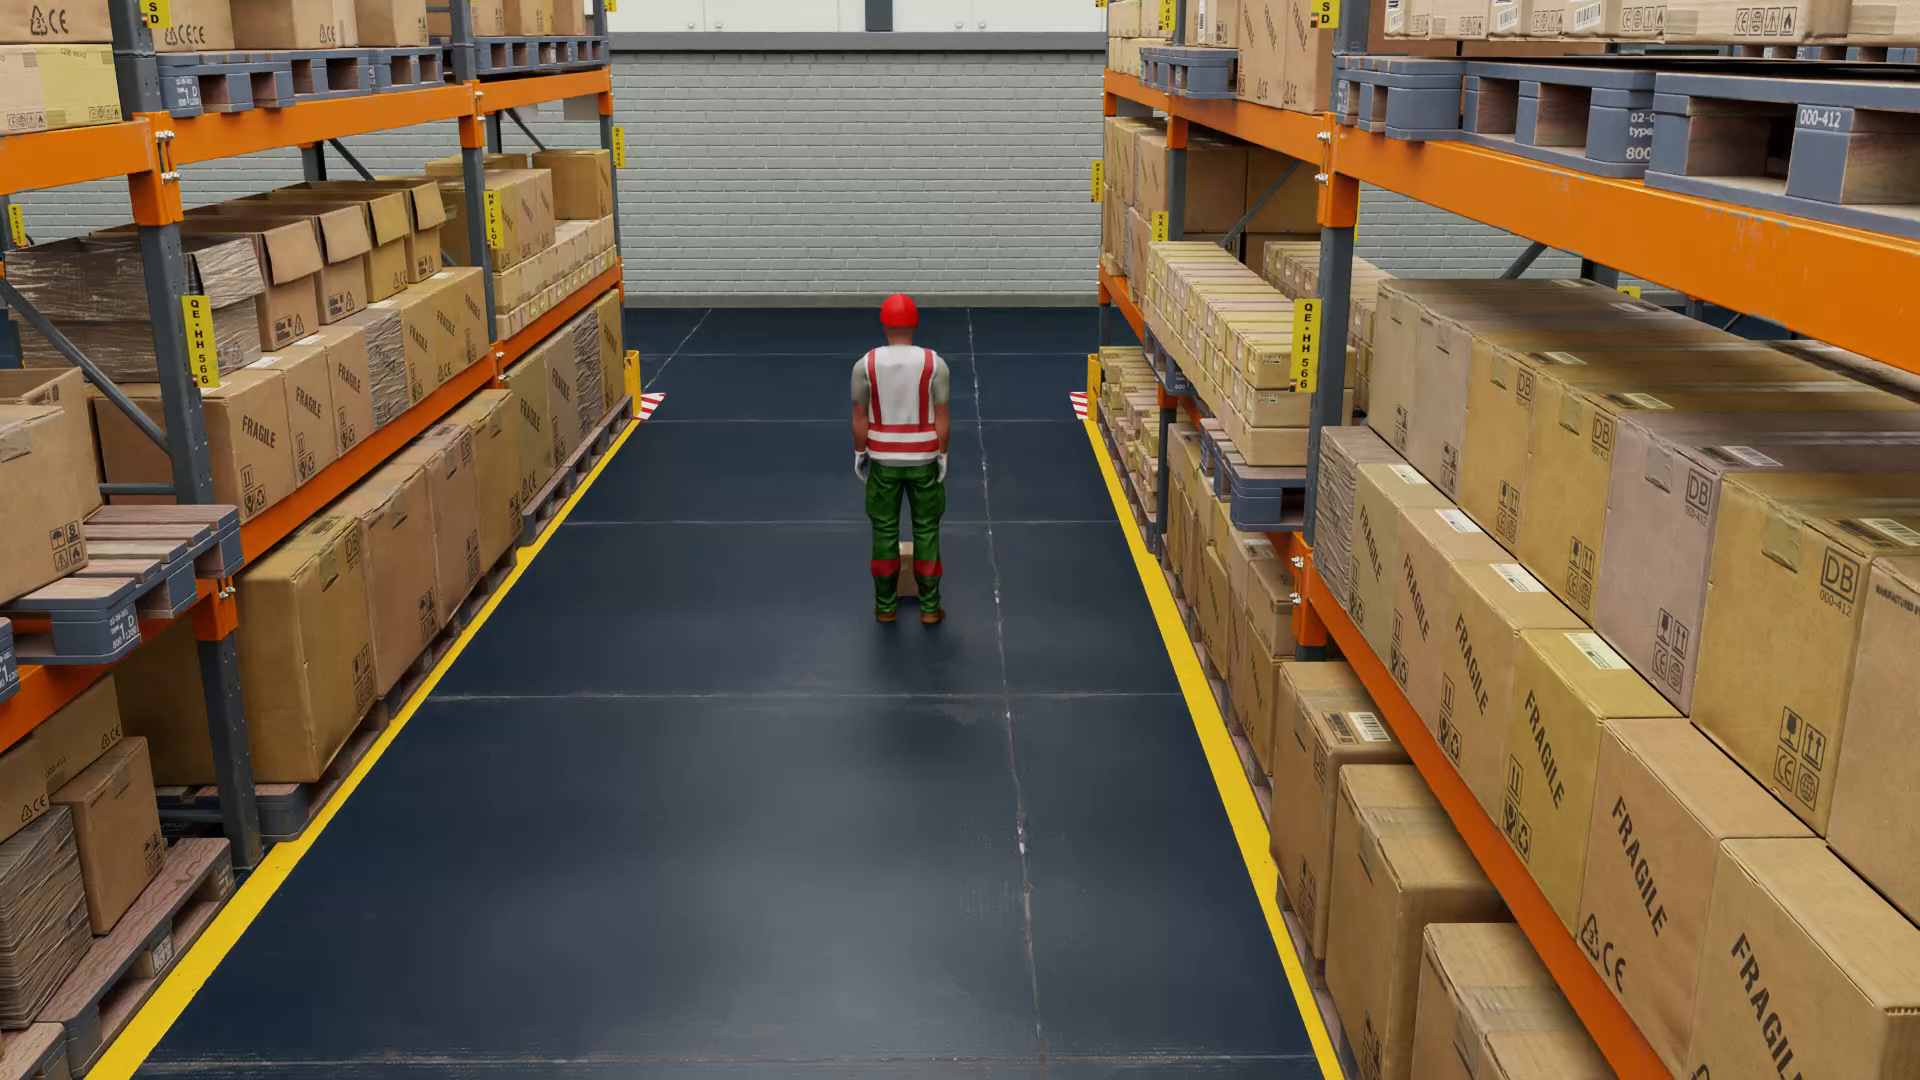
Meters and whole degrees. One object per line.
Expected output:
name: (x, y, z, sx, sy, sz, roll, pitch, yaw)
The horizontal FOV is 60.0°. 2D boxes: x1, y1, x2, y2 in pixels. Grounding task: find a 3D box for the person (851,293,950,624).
person: (-0.312, -0.426, 8.922, 0.525, 1.806, 0.349, 0, 17, 0)
